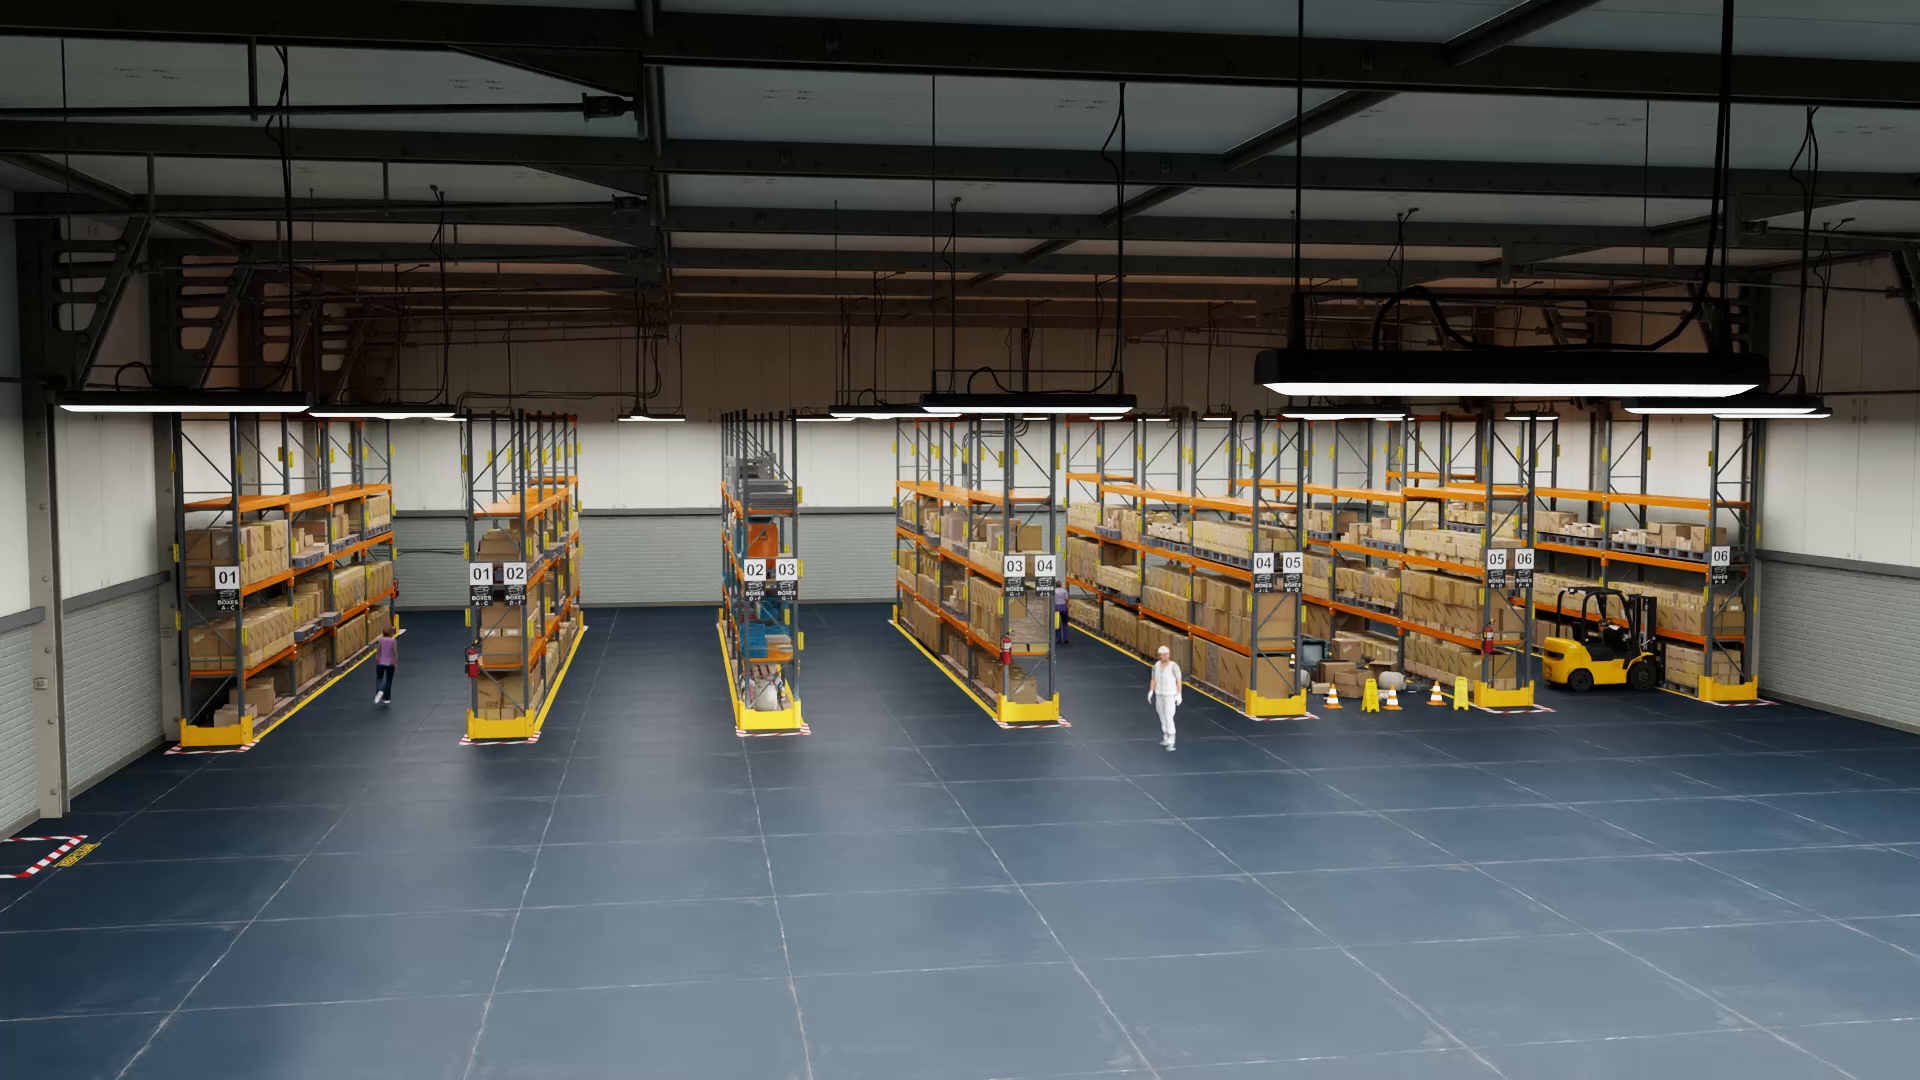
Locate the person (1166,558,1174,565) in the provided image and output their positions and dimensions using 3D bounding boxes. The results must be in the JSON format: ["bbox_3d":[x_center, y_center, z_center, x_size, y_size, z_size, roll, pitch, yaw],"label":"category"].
[{"bbox_3d":[6.157,1.454,48.654,0.503,1.839,0.636,1,4,14],"label":"person"}]

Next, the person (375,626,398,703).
[{"bbox_3d":[-11.697,2.560,33.912,0.461,1.583,0.587,-1,4,-8],"label":"person"}]

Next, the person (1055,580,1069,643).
[{"bbox_3d":[2.617,1.953,43.432,0.547,1.623,0.447,-1,4,-13],"label":"person"}]

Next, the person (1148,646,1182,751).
[{"bbox_3d":[3.623,2.800,29.405,0.552,1.859,0.528,4,5,42],"label":"person"}]
